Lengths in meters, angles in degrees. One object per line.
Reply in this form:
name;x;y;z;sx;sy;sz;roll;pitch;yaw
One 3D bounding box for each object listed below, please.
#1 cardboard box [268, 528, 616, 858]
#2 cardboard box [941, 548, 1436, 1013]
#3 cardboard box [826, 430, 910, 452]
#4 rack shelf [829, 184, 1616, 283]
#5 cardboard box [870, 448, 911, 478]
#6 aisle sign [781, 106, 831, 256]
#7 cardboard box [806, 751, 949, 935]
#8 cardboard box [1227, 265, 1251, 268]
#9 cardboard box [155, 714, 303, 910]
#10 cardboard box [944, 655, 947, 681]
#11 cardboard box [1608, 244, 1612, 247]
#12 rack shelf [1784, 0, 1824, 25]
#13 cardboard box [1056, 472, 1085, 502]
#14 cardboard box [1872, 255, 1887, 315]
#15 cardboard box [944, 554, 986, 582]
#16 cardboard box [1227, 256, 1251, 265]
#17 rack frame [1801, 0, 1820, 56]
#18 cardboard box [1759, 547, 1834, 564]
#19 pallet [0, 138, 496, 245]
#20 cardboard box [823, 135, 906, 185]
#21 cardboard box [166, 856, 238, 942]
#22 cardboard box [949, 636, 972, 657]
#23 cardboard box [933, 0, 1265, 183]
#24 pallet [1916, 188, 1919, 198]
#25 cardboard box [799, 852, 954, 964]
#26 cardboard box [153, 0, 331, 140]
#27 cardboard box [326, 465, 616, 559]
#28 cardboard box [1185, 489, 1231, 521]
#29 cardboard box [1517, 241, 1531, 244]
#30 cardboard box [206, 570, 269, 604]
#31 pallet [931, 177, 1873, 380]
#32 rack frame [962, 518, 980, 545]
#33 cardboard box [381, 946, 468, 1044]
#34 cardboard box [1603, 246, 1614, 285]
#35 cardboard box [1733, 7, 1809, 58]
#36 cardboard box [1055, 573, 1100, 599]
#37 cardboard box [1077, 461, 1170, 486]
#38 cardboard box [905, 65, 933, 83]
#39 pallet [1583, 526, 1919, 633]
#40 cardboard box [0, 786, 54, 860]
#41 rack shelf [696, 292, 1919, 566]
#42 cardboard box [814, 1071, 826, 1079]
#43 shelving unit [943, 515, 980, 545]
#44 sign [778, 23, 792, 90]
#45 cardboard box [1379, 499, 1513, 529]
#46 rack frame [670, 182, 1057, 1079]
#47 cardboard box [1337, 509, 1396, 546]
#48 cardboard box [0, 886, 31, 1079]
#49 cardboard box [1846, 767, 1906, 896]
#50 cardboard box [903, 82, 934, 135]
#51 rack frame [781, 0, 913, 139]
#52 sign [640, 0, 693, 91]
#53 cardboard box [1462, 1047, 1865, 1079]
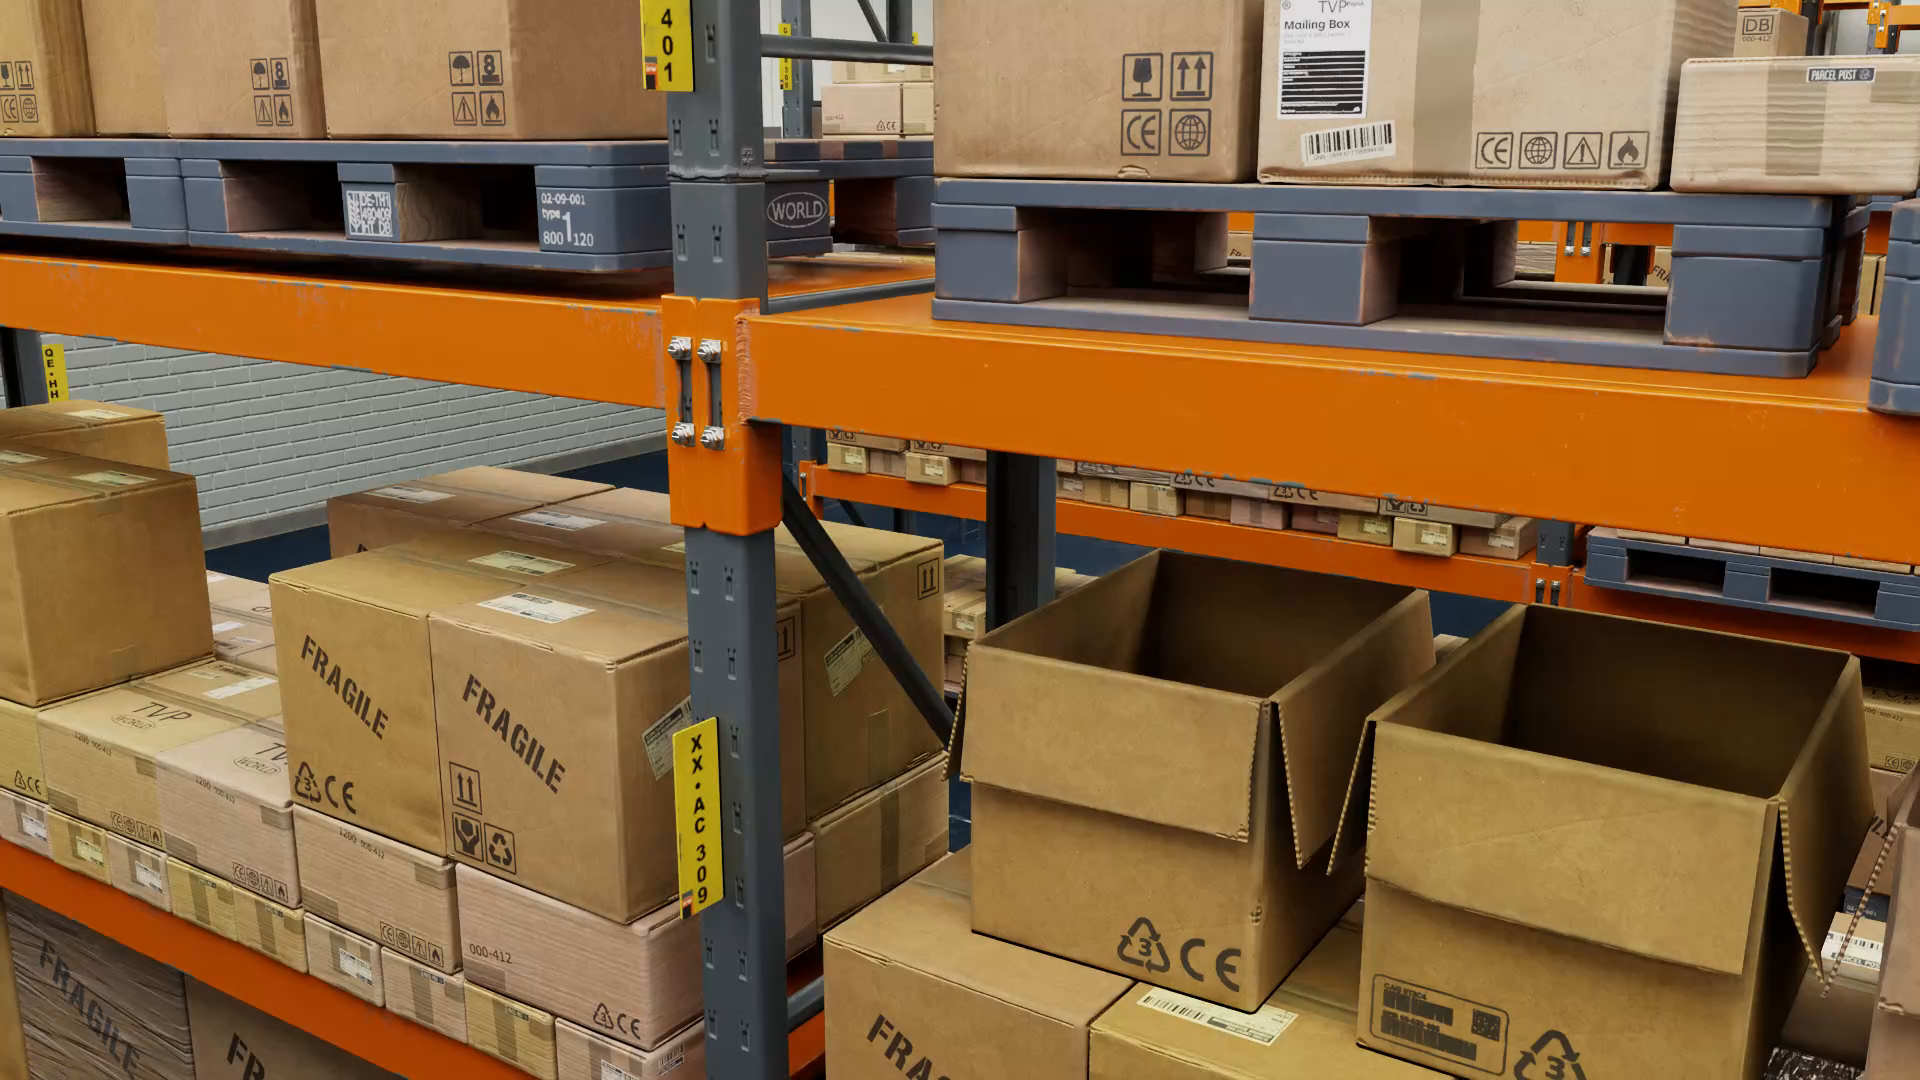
cardboard box;-1.068;0.297;3.514;0.500;0.500;0.500;9;17;33
cardboard box;0.410;0.357;2.842;0.637;0.503;0.797;9;16;31
cardboard box;-0.373;-0.781;8.907;0.500;0.500;0.500;10;17;35
rack shelf;1.068;-1.542;8.063;4.000;0.370;1.077;9;17;33
cardboard box;-0.271;-0.446;8.907;0.250;0.149;0.380;10;17;35
aisle sign;-0.819;-1.915;8.906;0.004;0.787;0.394;9;17;33
cardboard box;-0.368;0.622;3.761;0.500;0.250;0.500;9;16;32
cardboard box;1.338;-0.994;7.687;0.500;0.500;0.500;10;17;34
cardboard box;-1.492;0.593;3.878;0.500;0.250;0.500;10;17;34
cardboard box;-0.072;0.630;9.096;0.250;0.149;0.380;9;17;33
cardboard box;4.614;-2.086;11.369;0.250;0.149;0.380;9;17;33
rack shelf;7.066;-3.268;9.626;4.000;0.370;1.077;9;17;33
cardboard box;0.614;-0.312;8.365;0.250;0.149;0.380;9;16;32
cardboard box;6.049;-1.522;10.440;0.500;0.500;0.500;9;17;32
cardboard box;-0.011;0.209;9.559;0.250;0.149;0.380;9;17;33
cardboard box;1.225;-1.163;8.372;0.500;0.500;0.500;9;16;31
rack frame;5.407;-4.079;10.575;0.127;3.000;1.000;9;17;33
cardboard box;3.236;-0.034;6.366;0.250;0.149;0.380;9;17;33
pallet;-1.805;-0.880;4.077;1.213;0.211;1.003;9;17;33
cardboard box;-0.361;-1.975;8.629;0.500;0.250;0.500;10;17;35
cardboard box;-1.627;0.783;3.941;0.250;0.149;0.380;9;16;32
cardboard box;0.148;0.517;8.932;0.250;0.149;0.380;9;17;34
cardboard box;0.363;-0.824;2.585;0.500;0.500;0.700;10;17;34
pallet;4.043;-1.289;5.936;1.003;0.211;1.213;9;17;33
cardboard box;-0.184;0.825;3.772;0.250;0.149;0.380;9;17;33
cardboard box;-1.251;-1.114;3.549;0.500;0.500;0.700;10;17;36
cardboard box;-1.218;0.122;4.222;0.500;0.500;0.500;9;16;31
cardboard box;1.273;-0.212;7.958;0.250;0.149;0.380;9;16;32
cardboard box;3.948;-2.178;11.740;0.250;0.149;0.380;9;16;32
cardboard box;-2.473;0.281;5.139;0.500;0.250;0.500;9;16;32
pallet;0.664;-0.441;2.519;1.217;0.209;0.805;8;16;31
rack frame;0.088;-0.568;12.622;0.006;1.200;0.240;9;17;33
cardboard box;-0.987;0.886;3.524;0.250;0.149;0.380;9;16;32
cardboard box;4.444;-1.779;11.478;0.500;0.500;0.500;9;16;32
cardboard box;2.981;-1.802;6.537;0.500;0.500;0.700;9;17;33
cardboard box;0.631;0.311;9.147;0.250;0.149;0.380;8;16;31
cardboard box;0.911;-0.579;8.091;0.500;0.500;0.500;9;16;31
cardboard box;-0.064;-2.345;8.253;0.250;0.149;0.380;9;17;33
pallet;3.281;0.058;6.746;1.213;0.211;1.003;9;17;33
cardboard box;-2.265;0.680;4.358;0.250;0.149;0.380;9;16;32
rack shelf;1.535;-0.030;1.956;4.000;0.370;1.077;9;17;33
cardboard box;-0.627;1.532;3.940;0.875;0.875;0.875;9;17;33
shelving unit;0.012;-0.580;12.671;0.189;1.200;0.258;9;17;33
sign;-0.894;-2.475;8.518;0.005;0.325;0.100;9;17;33
cardboard box;2.169;-0.368;7.241;0.500;0.500;0.500;9;17;33
rack frame;-0.124;0.809;3.314;0.127;3.000;1.000;9;17;33
cardboard box;1.897;-0.097;7.495;0.250;0.149;0.380;10;17;35
cardboard box;-2.868;1.170;5.403;0.875;0.875;0.875;9;17;33
cardboard box;3.633;1.065;6.605;0.500;0.500;0.500;10;17;35
cardboard box;0.062;-2.148;8.289;0.500;0.250;0.500;9;16;32
rack frame;-0.591;-3.615;8.700;0.127;3.000;1.000;9;17;33
sign;-0.433;-0.826;2.434;0.005;0.325;0.100;9;17;33
cardboard box;0.951;1.006;2.308;0.500;0.500;0.500;9;16;32
